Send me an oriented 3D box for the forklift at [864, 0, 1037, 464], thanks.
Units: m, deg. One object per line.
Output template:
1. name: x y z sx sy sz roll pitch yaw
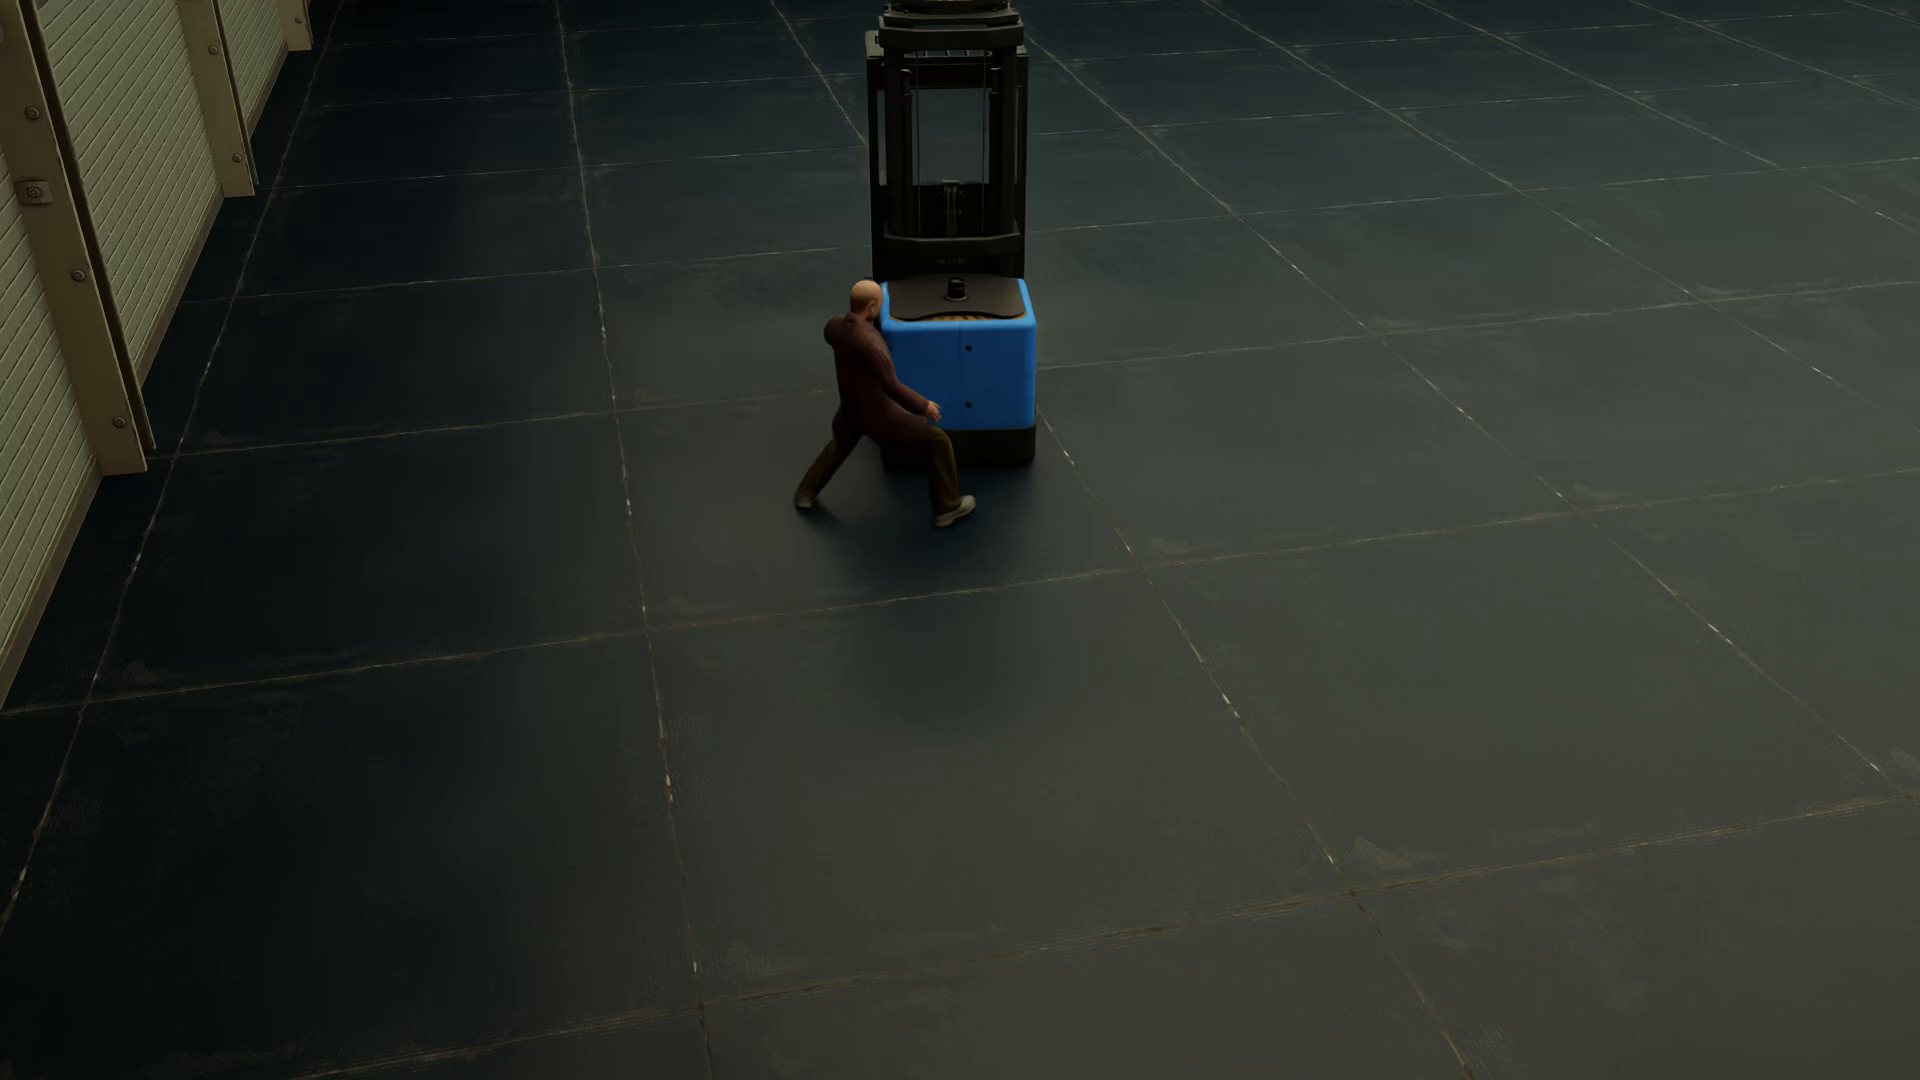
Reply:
1. forklift: -0.101 -2.489 11.873 1.130 2.935 3.031 -2 30 -3

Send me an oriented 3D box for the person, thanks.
1. person: -0.518 -0.889 10.499 0.967 1.632 1.033 -19 35 -29
